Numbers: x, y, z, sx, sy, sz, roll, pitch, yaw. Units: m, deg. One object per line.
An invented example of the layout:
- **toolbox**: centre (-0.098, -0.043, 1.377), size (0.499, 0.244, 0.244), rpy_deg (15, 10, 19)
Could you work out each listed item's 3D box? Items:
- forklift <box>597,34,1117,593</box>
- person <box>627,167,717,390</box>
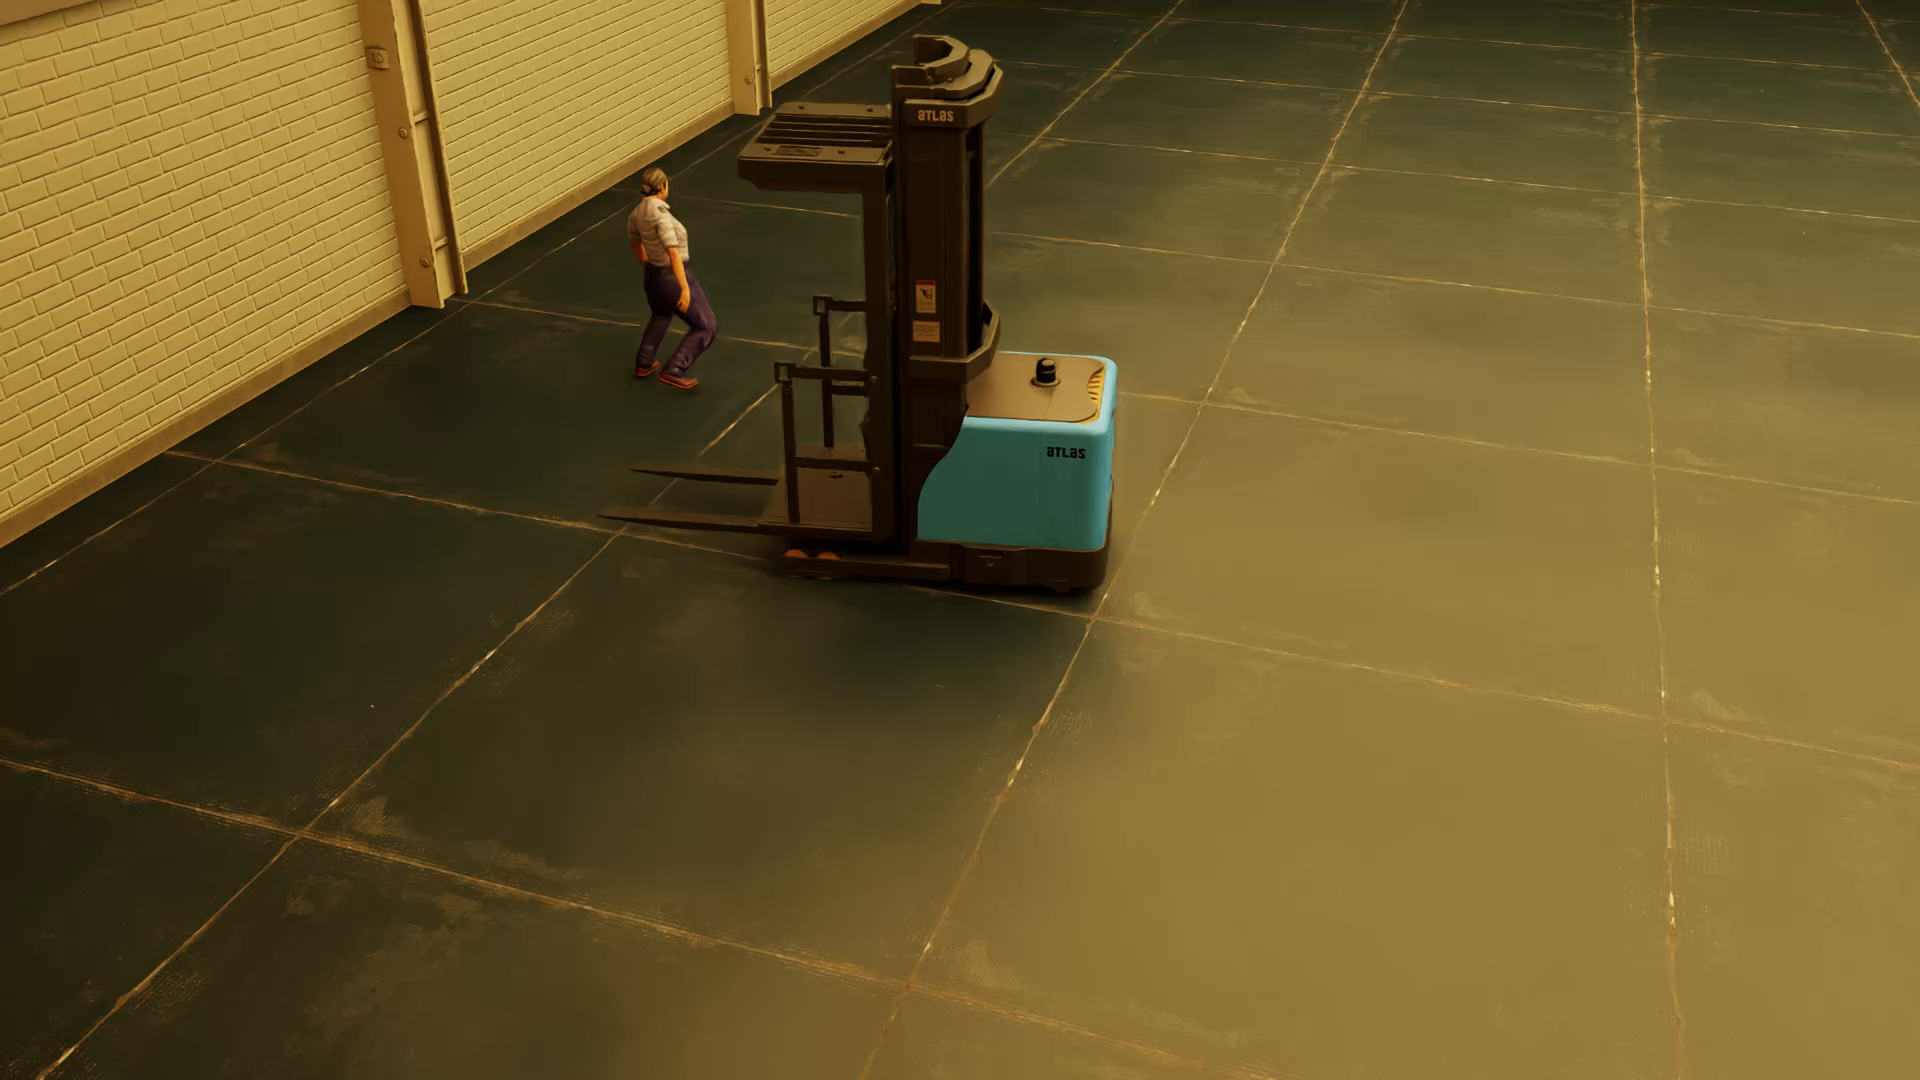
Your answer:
- **forklift**: centre (-0.621, -1.290, 9.399), size (3.031, 2.935, 1.130), rpy_deg (4, 30, 7)
- **person**: centre (-2.066, -1.835, 11.750), size (0.484, 1.571, 0.830), rpy_deg (-20, 35, -31)
